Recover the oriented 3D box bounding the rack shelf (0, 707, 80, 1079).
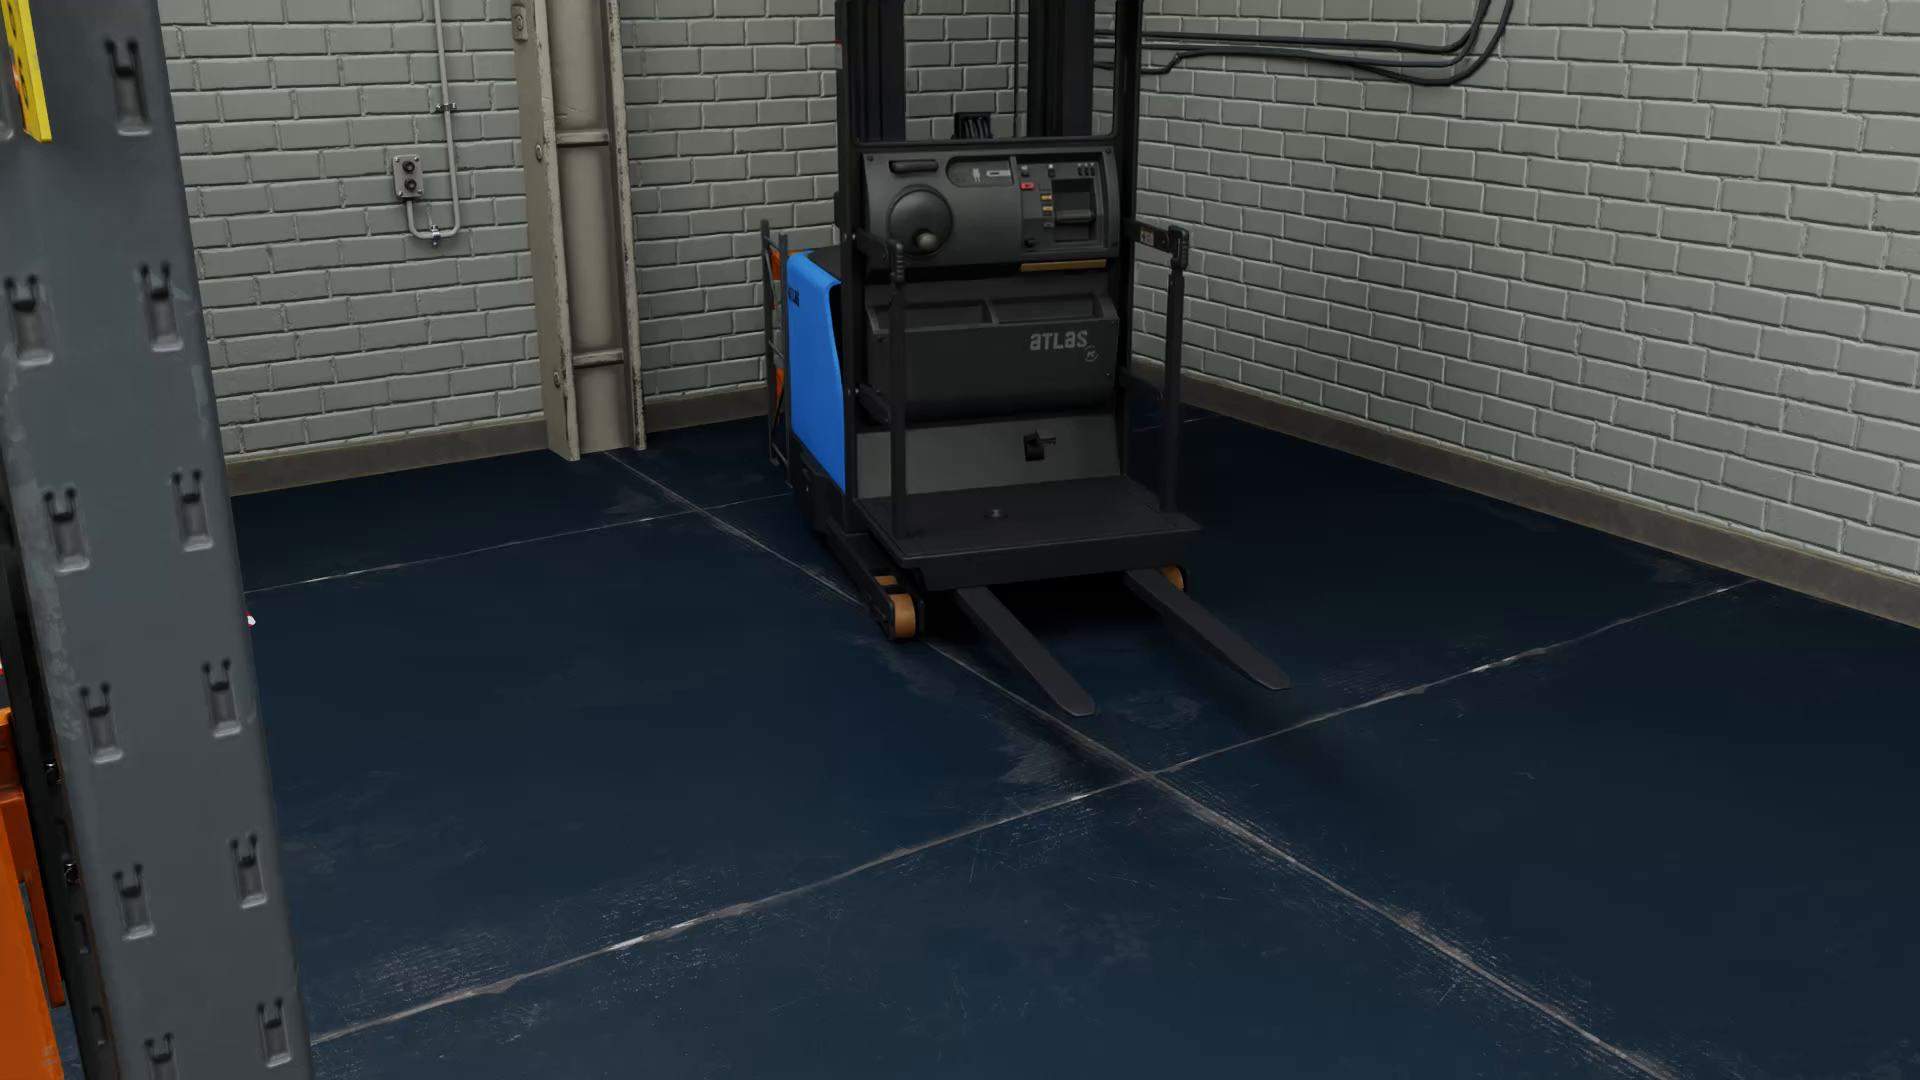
[{"bbox_3d":[-2.484,0.856,0.653,4.000,0.370,1.077,-12,22,-31],"label":"rack shelf"}]

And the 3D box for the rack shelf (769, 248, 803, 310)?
[{"bbox_3d":[-0.330,-1.163,7.515,1.000,0.278,0.538,-5,19,-15],"label":"rack shelf"}]

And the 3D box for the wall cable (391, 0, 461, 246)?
[{"bbox_3d":[-2.992,-2.121,6.750,1.851,1.984,0.084,-12,22,-31],"label":"wall cable"}]

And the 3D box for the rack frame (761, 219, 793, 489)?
[{"bbox_3d":[-0.818,-0.840,7.474,0.032,1.125,0.500,-5,19,-15],"label":"rack frame"}]

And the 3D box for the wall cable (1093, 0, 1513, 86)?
[{"bbox_3d":[1.379,-3.433,7.698,0.112,2.526,3.097,-12,22,-31],"label":"wall cable"}]

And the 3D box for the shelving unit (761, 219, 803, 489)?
[{"bbox_3d":[-0.330,-0.886,7.609,1.048,1.125,0.538,-5,19,-15],"label":"shelving unit"}]

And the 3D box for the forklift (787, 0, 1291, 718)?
[{"bbox_3d":[0.185,-1.184,5.670,1.130,2.935,3.031,-6,20,-16],"label":"forklift"}]

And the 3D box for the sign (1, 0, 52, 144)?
[{"bbox_3d":[-0.525,-0.383,0.894,0.005,0.325,0.100,-12,22,-31],"label":"sign"}]

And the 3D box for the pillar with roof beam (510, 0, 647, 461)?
[{"bbox_3d":[0.606,-3.559,3.221,0.400,9.000,9.100,-12,22,-31],"label":"pillar with roof beam"}]

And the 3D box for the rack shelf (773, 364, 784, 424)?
[{"bbox_3d":[-0.330,-0.654,7.687,1.000,0.278,0.538,-5,19,-15],"label":"rack shelf"}]
